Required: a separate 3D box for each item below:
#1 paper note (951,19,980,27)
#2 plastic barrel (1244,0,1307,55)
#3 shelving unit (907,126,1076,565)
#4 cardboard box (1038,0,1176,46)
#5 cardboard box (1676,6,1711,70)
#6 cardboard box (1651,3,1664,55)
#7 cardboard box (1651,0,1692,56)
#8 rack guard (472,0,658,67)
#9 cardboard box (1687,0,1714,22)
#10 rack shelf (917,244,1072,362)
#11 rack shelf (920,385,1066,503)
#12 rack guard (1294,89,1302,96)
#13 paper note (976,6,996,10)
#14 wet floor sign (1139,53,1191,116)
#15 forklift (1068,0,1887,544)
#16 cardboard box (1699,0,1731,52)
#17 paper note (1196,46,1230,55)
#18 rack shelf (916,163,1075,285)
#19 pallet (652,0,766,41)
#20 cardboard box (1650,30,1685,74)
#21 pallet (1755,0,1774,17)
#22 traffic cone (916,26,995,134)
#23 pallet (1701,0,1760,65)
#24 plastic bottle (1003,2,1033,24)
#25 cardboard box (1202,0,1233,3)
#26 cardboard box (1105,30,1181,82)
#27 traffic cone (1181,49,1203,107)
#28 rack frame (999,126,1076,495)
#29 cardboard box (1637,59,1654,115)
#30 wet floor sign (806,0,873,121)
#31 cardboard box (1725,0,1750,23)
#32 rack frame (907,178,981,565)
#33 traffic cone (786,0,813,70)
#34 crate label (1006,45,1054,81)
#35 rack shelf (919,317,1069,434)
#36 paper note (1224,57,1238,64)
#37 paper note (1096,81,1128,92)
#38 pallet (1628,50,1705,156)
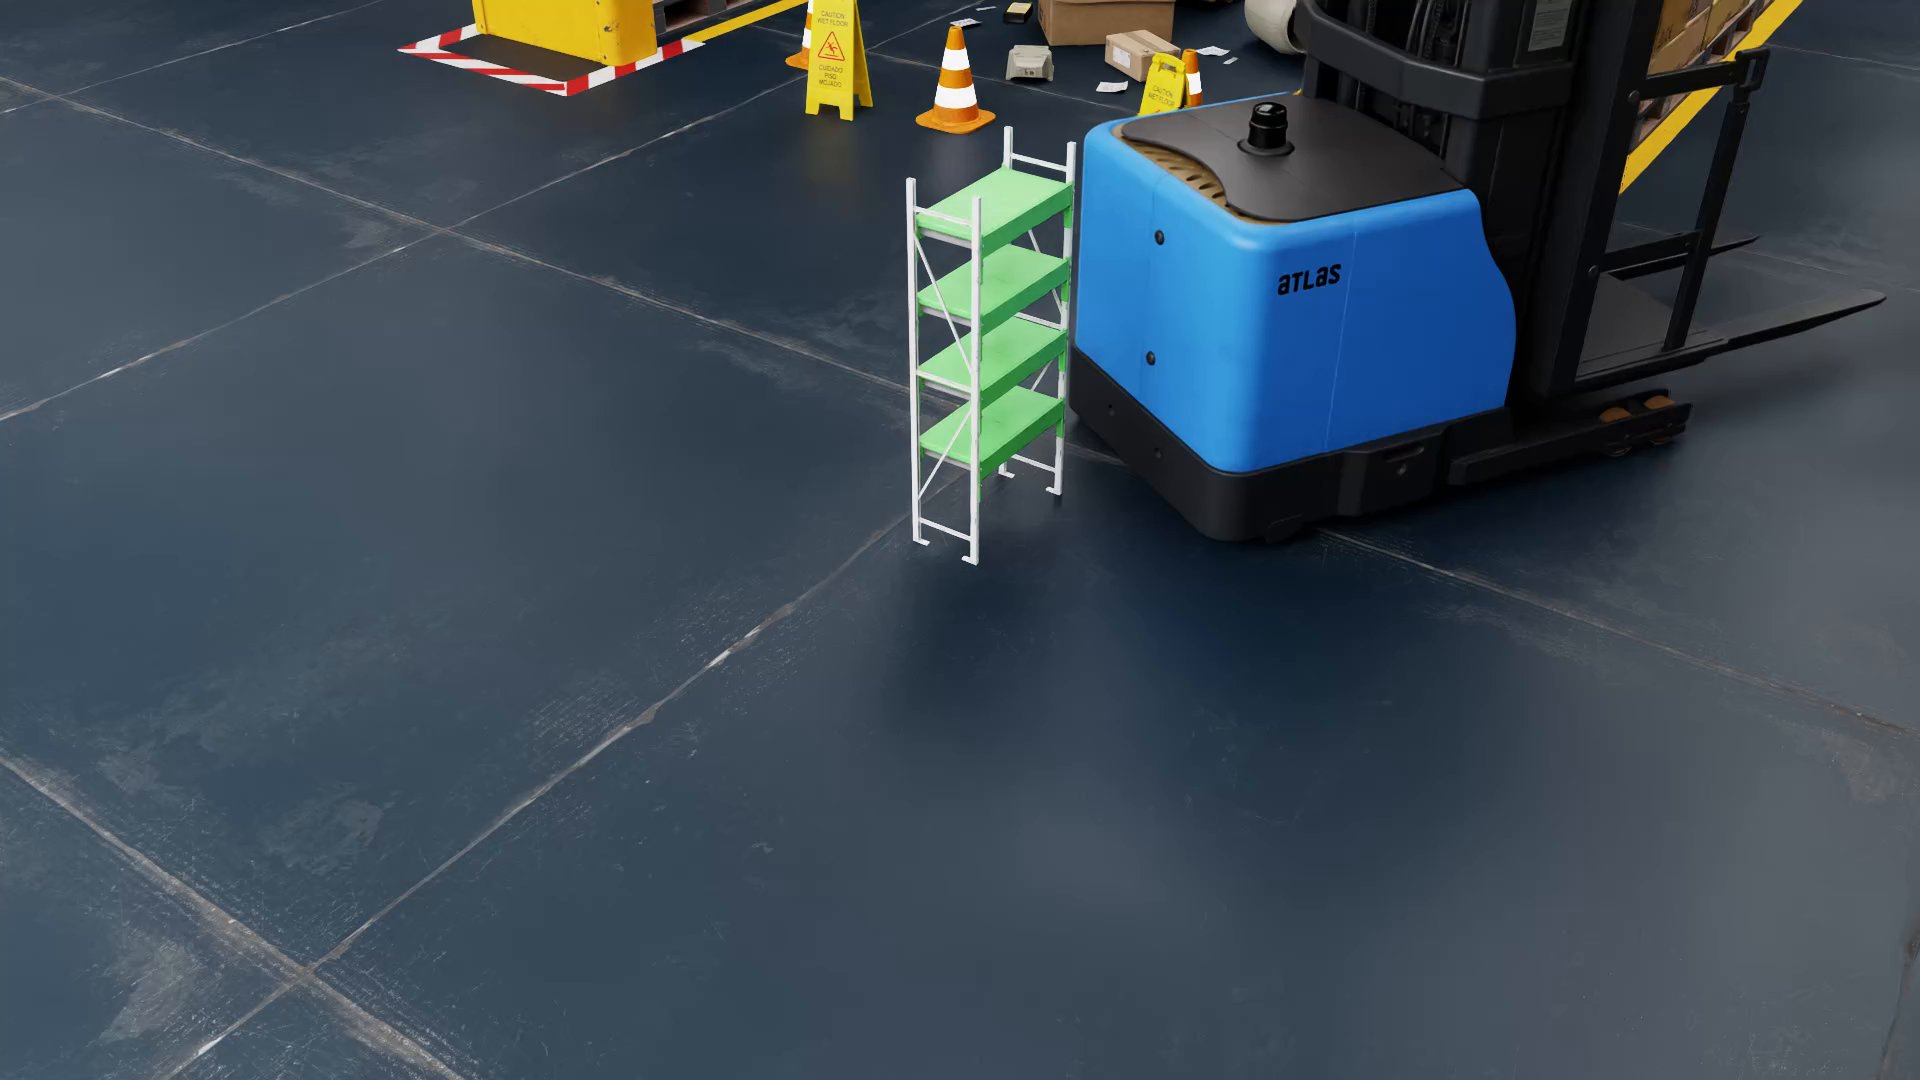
[{"bbox_3d":[0.040,-3.016,9.684,0.142,0.017,0.144,-22,40,-29],"label":"paper note"},{"bbox_3d":[1.833,-2.919,9.188,0.421,0.421,0.512,-9,35,-13],"label":"plastic barrel"},{"bbox_3d":[0.094,-0.573,5.027,0.258,1.200,0.503,21,39,28],"label":"shelving unit"},{"bbox_3d":[0.821,-3.135,9.436,0.797,0.503,0.637,-3,34,-4],"label":"cardboard box"},{"bbox_3d":[3.474,-2.589,8.480,0.500,0.250,0.500,22,40,29],"label":"cardboard box"},{"bbox_3d":[2.894,-2.434,7.581,0.500,0.500,0.500,20,39,27],"label":"cardboard box"},{"bbox_3d":[3.186,-2.662,7.919,0.500,0.500,0.500,22,40,29],"label":"cardboard box"},{"bbox_3d":[-2.239,-3.040,9.299,1.175,0.500,0.348,21,39,28],"label":"rack guard"},{"bbox_3d":[3.484,-2.911,8.286,0.500,0.500,0.500,24,41,31],"label":"cardboard box"},{"bbox_3d":[0.094,-0.719,4.928,0.258,0.148,0.480,21,39,28],"label":"rack shelf"},{"bbox_3d":[0.094,-0.321,5.197,0.258,0.148,0.480,21,39,28],"label":"rack shelf"},{"bbox_3d":[1.942,-1.551,7.098,1.175,0.500,0.348,21,39,28],"label":"rack guard"},{"bbox_3d":[0.155,-3.178,9.940,0.123,0.001,0.032,-15,37,-21],"label":"paper note"},{"bbox_3d":[0.912,-1.831,7.382,0.232,0.644,0.267,-22,40,-29],"label":"wet floor sign"},{"bbox_3d":[1.941,-1.751,5.222,3.031,2.935,1.130,-14,37,-20],"label":"forklift"},{"bbox_3d":[3.768,-2.821,8.824,0.500,0.250,0.500,20,39,27],"label":"cardboard box"},{"bbox_3d":[1.410,-2.731,9.272,0.142,0.019,0.148,-22,40,-29],"label":"paper note"},{"bbox_3d":[0.094,-0.918,4.793,0.258,0.148,0.480,21,39,28],"label":"rack shelf"},{"bbox_3d":[-1.834,-3.324,9.977,1.003,0.211,1.213,21,39,28],"label":"pallet"},{"bbox_3d":[3.184,-2.357,8.138,0.500,0.250,0.500,24,41,31],"label":"cardboard box"},{"bbox_3d":[4.622,-3.596,10.380,1.003,0.211,1.213,21,39,28],"label":"pallet"},{"bbox_3d":[-0.021,-2.309,8.251,0.336,0.463,0.334,21,39,28],"label":"traffic cone"},{"bbox_3d":[3.826,-2.917,9.375,1.003,0.211,1.213,21,39,28],"label":"pallet"},{"bbox_3d":[0.350,-3.119,9.807,0.133,0.061,0.283,8,35,12],"label":"plastic bottle"},{"bbox_3d":[1.347,-3.624,10.039,0.797,0.637,0.503,21,39,28],"label":"cardboard box"},{"bbox_3d":[0.986,-2.619,8.990,0.250,0.149,0.380,-15,37,-21],"label":"cardboard box"},{"bbox_3d":[1.084,-2.111,7.958,0.336,0.463,0.334,21,39,28],"label":"traffic cone"},{"bbox_3d":[0.234,-0.685,5.193,0.240,1.200,0.015,21,39,28],"label":"rack frame"},{"bbox_3d":[2.883,-2.102,7.761,0.500,0.250,0.500,23,40,30],"label":"cardboard box"},{"bbox_3d":[-0.615,-2.465,8.320,0.267,0.644,0.232,14,37,20],"label":"wet floor sign"},{"bbox_3d":[4.063,-3.070,9.191,0.500,0.250,0.500,23,40,30],"label":"cardboard box"},{"bbox_3d":[-0.045,-0.461,4.860,0.240,1.200,0.015,21,39,28],"label":"rack frame"},{"bbox_3d":[-0.756,-2.826,9.017,0.336,0.463,0.334,21,39,28],"label":"traffic cone"},{"bbox_3d":[0.376,-2.556,8.907,0.250,0.136,0.298,3,34,4],"label":"crate label"},{"bbox_3d":[0.094,-0.520,5.062,0.258,0.148,0.480,21,39,28],"label":"rack shelf"},{"bbox_3d":[1.488,-2.632,9.134,0.032,0.001,0.123,21,39,28],"label":"paper note"},{"bbox_3d":[0.803,-2.393,8.761,0.148,0.019,0.142,8,35,12],"label":"paper note"},{"bbox_3d":[3.131,-2.353,8.542,1.003,0.211,1.213,21,39,28],"label":"pallet"}]
